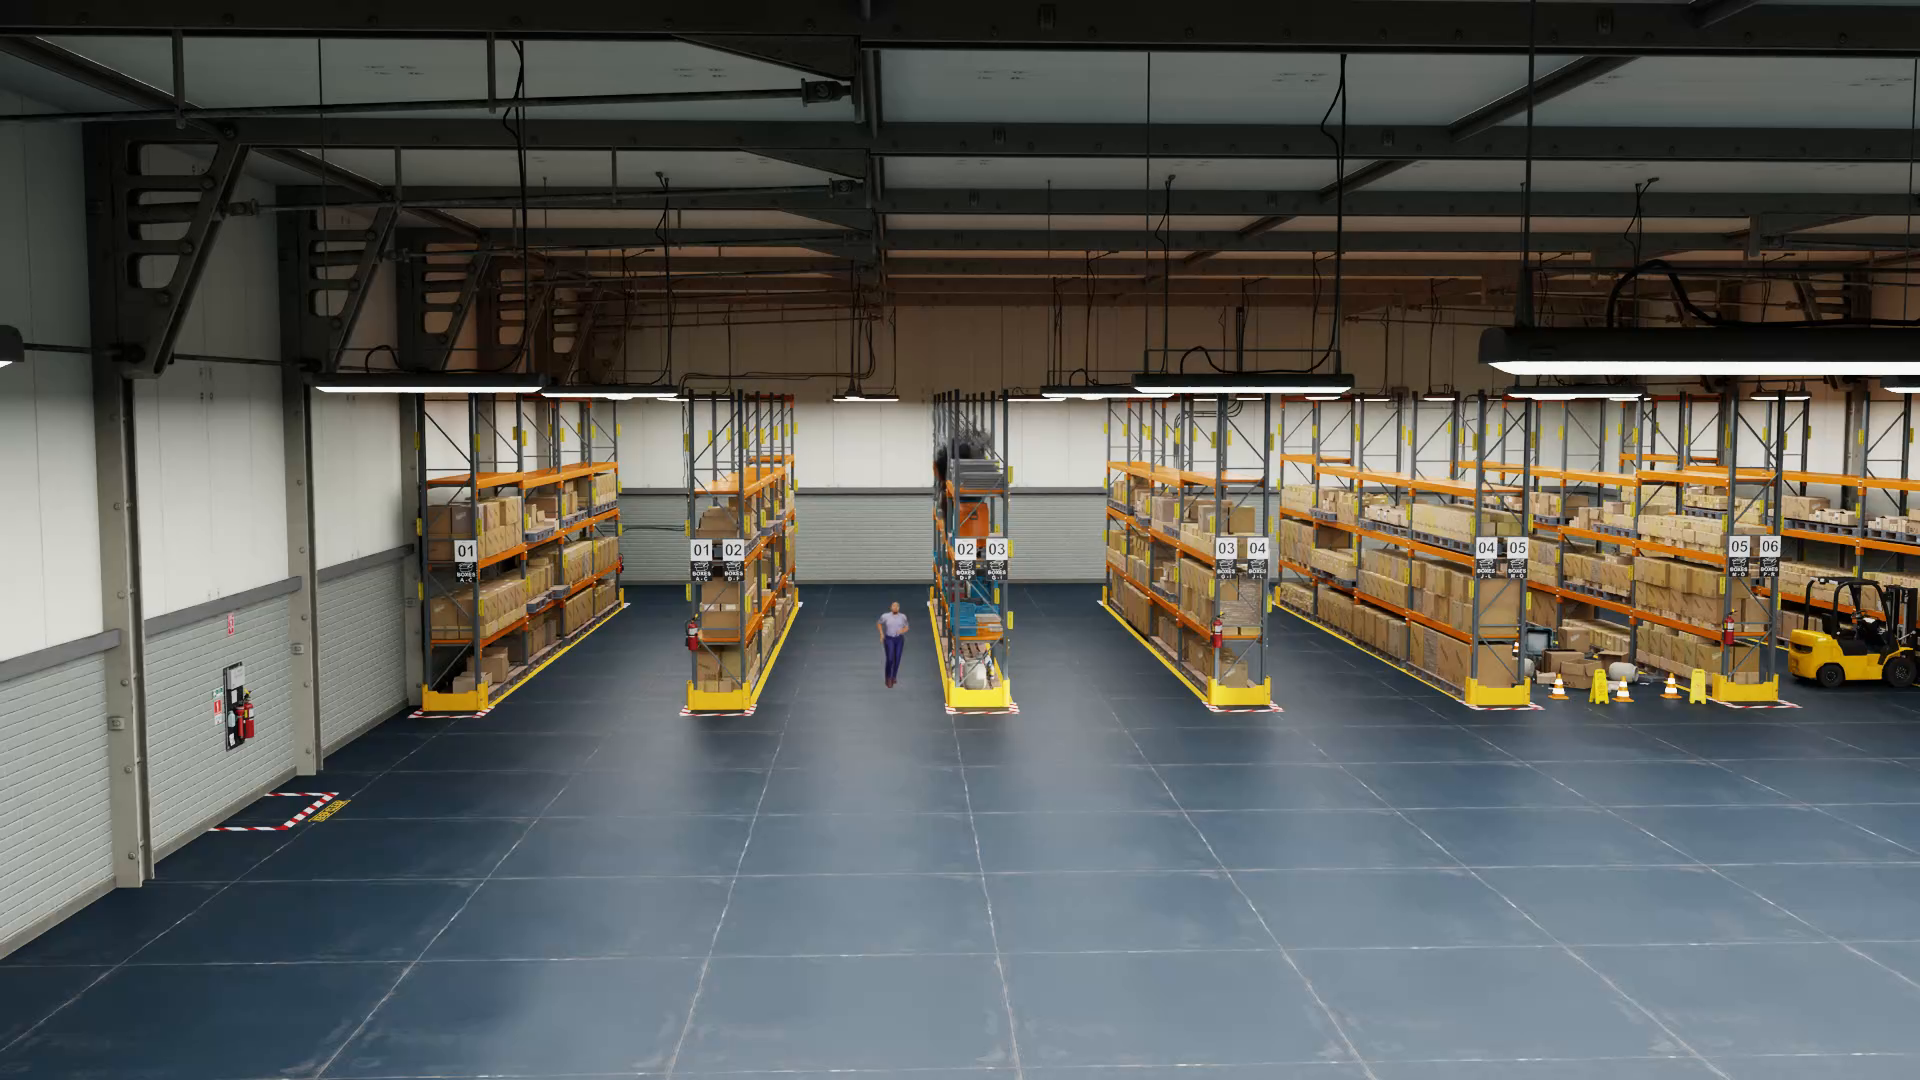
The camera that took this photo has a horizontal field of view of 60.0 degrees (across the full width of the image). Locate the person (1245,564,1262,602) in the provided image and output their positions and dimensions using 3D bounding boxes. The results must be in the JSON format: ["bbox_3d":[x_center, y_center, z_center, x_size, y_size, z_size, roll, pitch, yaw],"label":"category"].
[{"bbox_3d":[7.989,1.178,44.967,0.674,1.808,0.898,0,5,5],"label":"person"}]

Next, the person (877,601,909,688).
[{"bbox_3d":[-1.275,2.022,32.183,0.575,1.687,0.637,-1,5,-15],"label":"person"}]

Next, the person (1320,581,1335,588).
[{"bbox_3d":[10.771,0.969,48.802,0.684,1.599,0.783,-4,6,-41],"label":"person"}]

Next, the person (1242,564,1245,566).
[{"bbox_3d":[8.059,0.956,48.019,0.834,1.713,0.880,3,6,33],"label":"person"}]
